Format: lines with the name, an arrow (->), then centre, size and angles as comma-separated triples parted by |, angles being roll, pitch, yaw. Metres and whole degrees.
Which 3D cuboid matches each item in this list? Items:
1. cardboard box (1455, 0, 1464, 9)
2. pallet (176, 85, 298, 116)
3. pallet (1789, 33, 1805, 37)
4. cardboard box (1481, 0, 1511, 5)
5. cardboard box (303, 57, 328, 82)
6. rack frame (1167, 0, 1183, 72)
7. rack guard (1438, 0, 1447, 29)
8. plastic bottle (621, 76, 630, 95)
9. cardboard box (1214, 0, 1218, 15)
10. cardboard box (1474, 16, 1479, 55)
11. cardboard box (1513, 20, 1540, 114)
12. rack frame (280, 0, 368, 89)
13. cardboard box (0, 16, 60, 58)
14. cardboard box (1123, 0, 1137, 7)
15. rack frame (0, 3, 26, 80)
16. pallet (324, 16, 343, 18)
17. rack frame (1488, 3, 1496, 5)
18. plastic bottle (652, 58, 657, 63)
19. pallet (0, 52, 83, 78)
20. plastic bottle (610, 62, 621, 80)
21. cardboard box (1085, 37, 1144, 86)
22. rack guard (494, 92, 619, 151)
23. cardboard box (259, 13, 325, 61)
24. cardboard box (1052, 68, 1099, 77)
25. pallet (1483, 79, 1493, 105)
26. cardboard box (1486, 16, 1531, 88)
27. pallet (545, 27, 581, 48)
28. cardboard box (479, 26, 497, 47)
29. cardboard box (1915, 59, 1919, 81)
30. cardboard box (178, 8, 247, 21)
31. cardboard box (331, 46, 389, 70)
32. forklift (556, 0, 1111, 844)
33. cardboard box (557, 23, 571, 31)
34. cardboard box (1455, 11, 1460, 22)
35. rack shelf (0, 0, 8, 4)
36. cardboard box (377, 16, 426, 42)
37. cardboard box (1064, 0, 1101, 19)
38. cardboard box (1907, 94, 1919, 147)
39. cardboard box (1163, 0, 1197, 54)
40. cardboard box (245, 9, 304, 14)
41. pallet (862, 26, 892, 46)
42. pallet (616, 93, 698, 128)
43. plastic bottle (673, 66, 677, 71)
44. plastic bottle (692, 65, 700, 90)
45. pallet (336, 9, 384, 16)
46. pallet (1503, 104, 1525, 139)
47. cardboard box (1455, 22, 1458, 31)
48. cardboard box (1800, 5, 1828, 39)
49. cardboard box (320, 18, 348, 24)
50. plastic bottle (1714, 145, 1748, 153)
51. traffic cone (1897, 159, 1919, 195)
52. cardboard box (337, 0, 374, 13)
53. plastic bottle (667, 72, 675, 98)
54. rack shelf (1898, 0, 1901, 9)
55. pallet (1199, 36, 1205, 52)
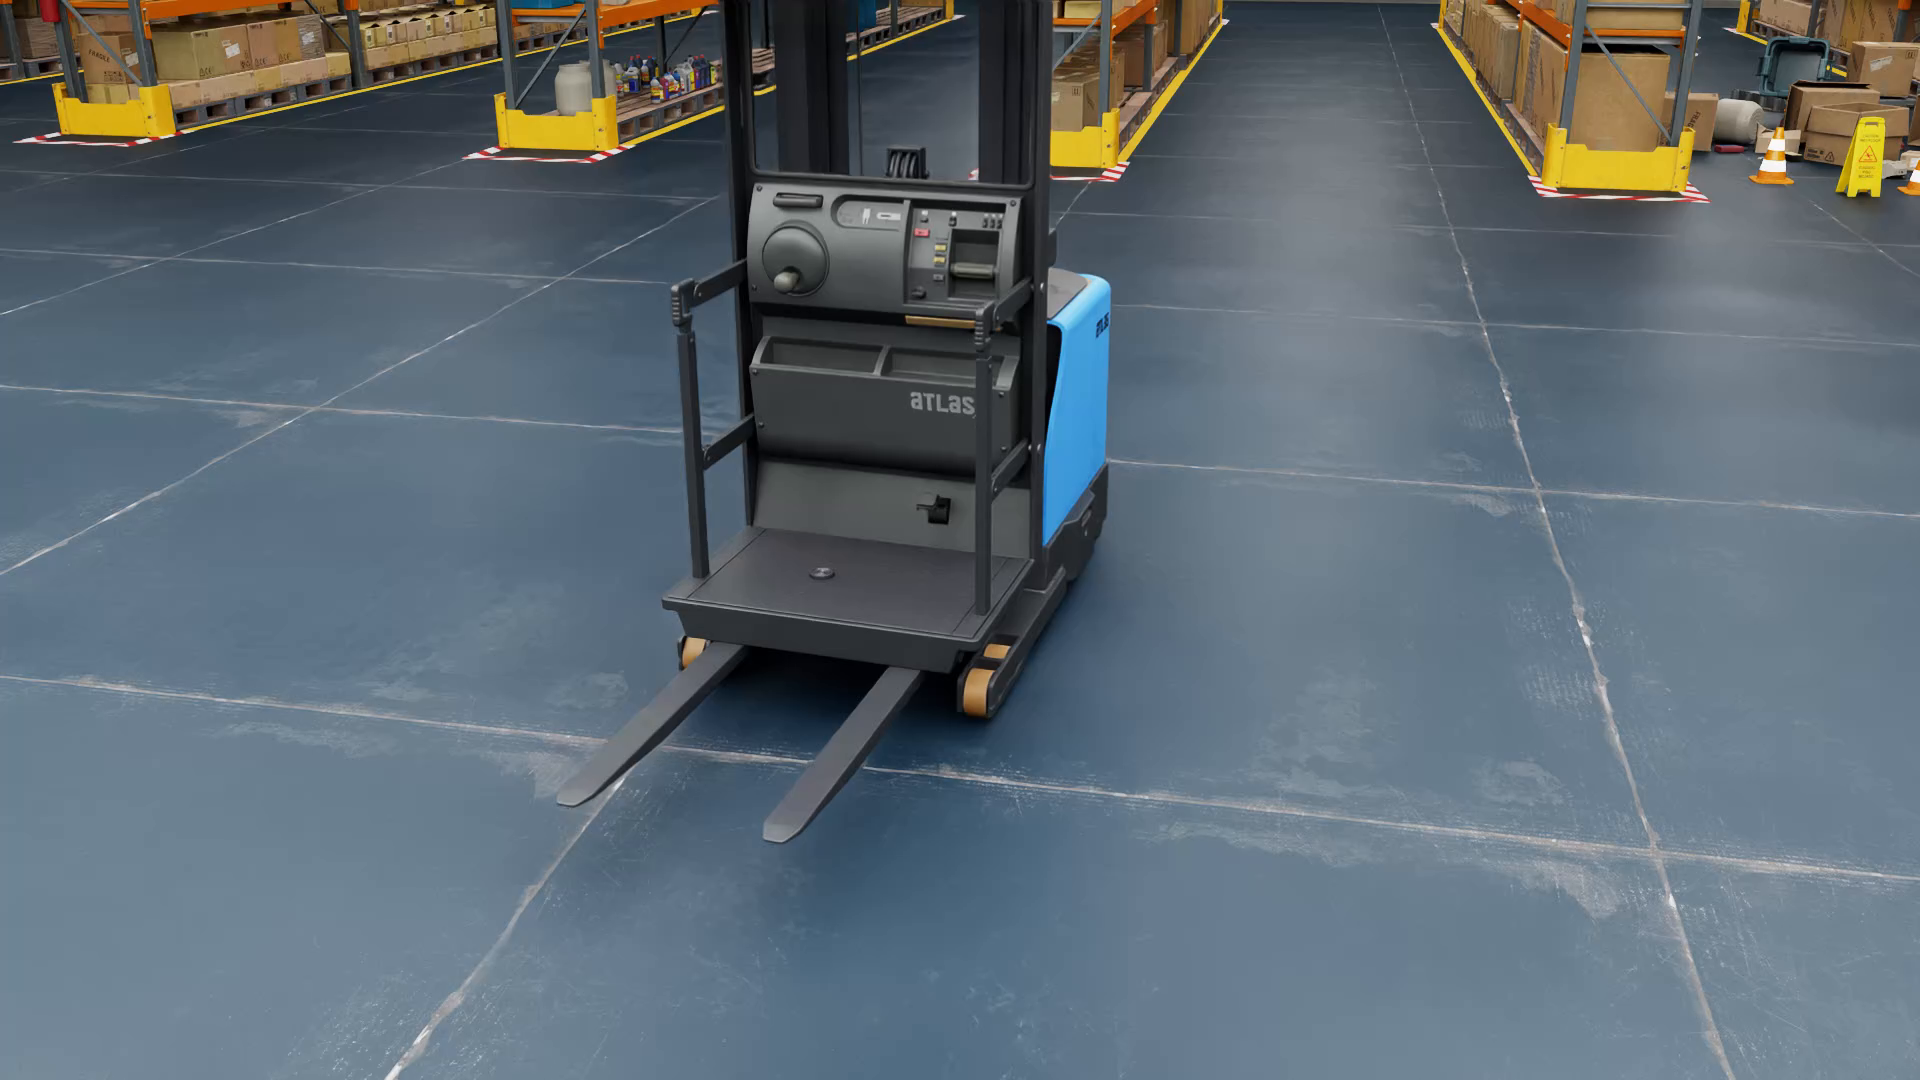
cardboard box -> 8.128, -8.567, 26.568 | 0.380, 0.149, 0.250 | 3, 22, 8
pallet -> -8.456, -5.103, 19.241 | 1.003, 0.211, 1.213 | 4, 22, 11
pallet -> 13.257, -7.524, 25.253 | 1.003, 0.211, 1.213 | 4, 22, 11
cardboard box -> 7.226, -7.076, 22.188 | 0.500, 0.250, 0.500 | 4, 22, 10
cardboard box -> -7.998, -5.683, 20.066 | 0.500, 0.250, 0.500 | 4, 22, 11
rack frame -> 2.508, -7.838, 22.300 | 1.000, 3.000, 0.127 | 4, 22, 11
rack guard -> 8.960, -9.161, 28.932 | 1.175, 0.500, 0.348 | 4, 22, 11
plastic bottle -> -3.764, -5.109, 18.682 | 0.097, 0.201, 0.097 | 0, 22, 0
cardboard box -> 4.088, -9.733, 29.287 | 0.875, 0.875, 0.875 | 4, 22, 11
cardboard box -> 7.331, -6.908, 22.776 | 0.500, 0.500, 0.500 | 5, 23, 13
cardboard box -> 6.330, -4.944, 17.397 | 0.875, 0.875, 0.875 | 5, 22, 12
rack frame -> -8.006, -7.132, 20.546 | 1.000, 3.000, 0.127 | 4, 22, 11
cardboard box -> -12.722, -6.823, 22.536 | 0.700, 0.500, 0.500 | 5, 23, 13
cardboard box -> 1.568, -5.423, 16.639 | 0.380, 0.149, 0.250 | 4, 22, 11
rack frame -> -12.856, -7.508, 21.480 | 1.000, 3.000, 0.127 | 4, 22, 11
pallet -> -11.307, -8.852, 28.551 | 1.003, 0.211, 1.213 | 4, 22, 11
rack frame -> 7.343, -7.423, 21.269 | 1.000, 3.000, 0.127 | 4, 22, 11
plastic bottle -> -3.651, -5.608, 19.826 | 0.097, 0.271, 0.097 | 0, 22, 0
pallet -> -12.698, -6.499, 22.708 | 1.003, 0.211, 1.213 | 4, 22, 11
plastic bottle -> -3.891, -5.172, 18.637 | 0.144, 0.351, 0.185 | 5, 23, 13
cardboard box -> 1.838, -5.642, 19.606 | 0.700, 0.500, 0.500 | 3, 22, 7
rack guard -> -4.004, -4.162, 16.517 | 1.175, 0.500, 0.348 | 4, 22, 11
cardboard box -> -8.000, -6.031, 19.927 | 0.500, 0.500, 0.500 | 4, 22, 11
cardboard box -> 1.108, -4.396, 16.537 | 0.500, 0.500, 0.500 | 11, 24, 25
pallet -> 6.857, -5.402, 19.984 | 1.003, 0.211, 1.213 | 4, 22, 11
cardboard box -> 6.766, -5.698, 19.435 | 1.050, 0.750, 0.750 | 4, 22, 11
pallet -> -6.749, -8.016, 26.475 | 1.003, 0.211, 1.213 | 4, 22, 11
cardboard box -> -7.058, -7.303, 24.089 | 0.500, 0.250, 0.500 | 5, 22, 12
cardboard box -> 11.941, -5.582, 19.654 | 0.950, 0.372, 0.625 | 4, 22, 10
cardboard box -> -11.761, -8.427, 26.079 | 0.750, 0.750, 0.750 | 4, 22, 10
cardboard box -> -7.681, -6.180, 21.300 | 0.500, 0.250, 0.500 | 4, 22, 10
forklift -> -0.320, -0.945, 5.276 | 1.130, 2.935, 3.031 | 7, 23, 16
cardboard box -> -6.507, -8.350, 26.328 | 0.500, 0.500, 0.500 | 4, 22, 9
cardboard box -> 7.992, -8.235, 26.141 | 0.380, 0.149, 0.250 | 4, 22, 9
rack shelf -> -13.264, -6.443, 19.798 | 1.077, 0.370, 4.000 | 4, 22, 11
cardboard box -> -7.466, -6.815, 22.128 | 0.500, 0.311, 0.500 | 4, 22, 9
cardboard box -> 1.167, -4.882, 15.296 | 0.380, 0.149, 0.250 | 4, 22, 11
cardboard box -> 9.842, -4.173, 16.543 | 0.500, 0.500, 0.500 | -16, 27, -35
cardboard box -> 2.669, -7.298, 23.241 | 1.225, 0.875, 0.875 | 3, 22, 8
cardboard box -> -8.407, -6.253, 20.479 | 0.500, 0.500, 0.500 | 4, 22, 11
pallet -> -1.723, -8.106, 26.698 | 1.003, 0.211, 1.213 | 4, 22, 11
pallet -> -3.582, -4.769, 18.413 | 1.003, 0.211, 1.213 | 4, 22, 11
plastic bottle -> -3.217, -5.249, 18.919 | 0.061, 0.283, 0.133 | 4, 22, 11
plastic bottle -> -3.038, -5.306, 19.061 | 0.061, 0.283, 0.133 | 6, 23, 14
pallet -> -10.992, -9.412, 29.941 | 1.003, 0.211, 1.213 | 4, 22, 11
pallet -> 6.295, -4.394, 17.482 | 1.003, 0.211, 1.213 | 4, 22, 11
cardboard box -> 8.031, -8.118, 26.249 | 0.380, 0.149, 0.250 | 4, 22, 9
cardboard box -> 13.259, -7.773, 25.006 | 0.875, 0.438, 0.875 | 4, 22, 10
cardboard box -> -8.104, -6.672, 21.772 | 0.500, 0.311, 0.500 | 5, 22, 12
plastic bottle -> 7.552, -3.830, 16.281 | 0.283, 0.061, 0.133 | -3, 22, -8
traffic cone -> 8.246, -3.196, 14.169 | 0.336, 0.463, 0.334 | 4, 22, 11
cardboard box -> -10.971, -9.735, 29.793 | 0.700, 0.500, 0.500 | 5, 22, 12
plastic bottle -> -3.208, -5.029, 18.390 | 0.097, 0.271, 0.097 | 0, 22, 0
rack shelf -> 12.617, -7.480, 22.375 | 1.077, 0.370, 4.000 | 4, 22, 11
pallet -> 3.240, -7.719, 25.738 | 1.003, 0.211, 1.213 | 4, 22, 11
